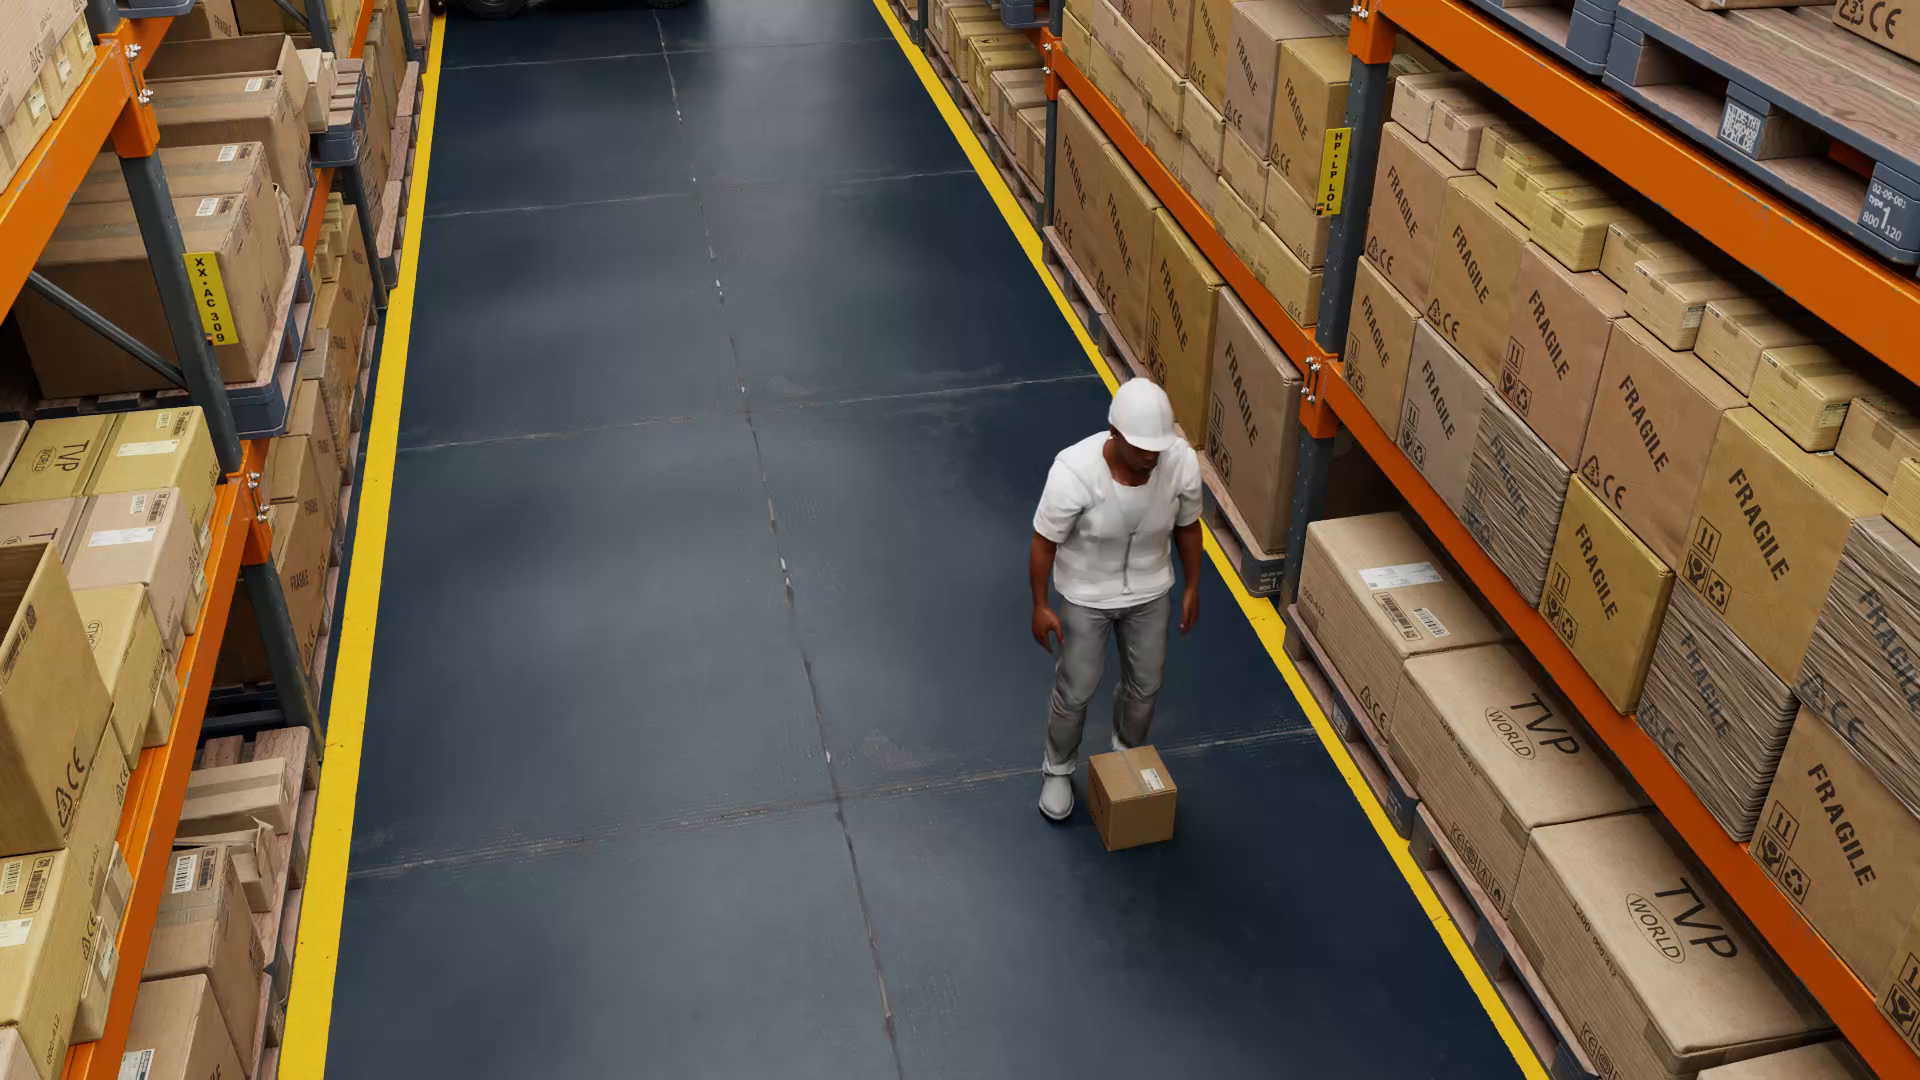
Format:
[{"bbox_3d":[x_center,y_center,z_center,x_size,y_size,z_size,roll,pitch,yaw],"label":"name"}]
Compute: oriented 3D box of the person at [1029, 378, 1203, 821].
[{"bbox_3d":[0.551,0.200,5.832,0.627,1.761,0.461,-7,35,-11],"label":"person"}]
